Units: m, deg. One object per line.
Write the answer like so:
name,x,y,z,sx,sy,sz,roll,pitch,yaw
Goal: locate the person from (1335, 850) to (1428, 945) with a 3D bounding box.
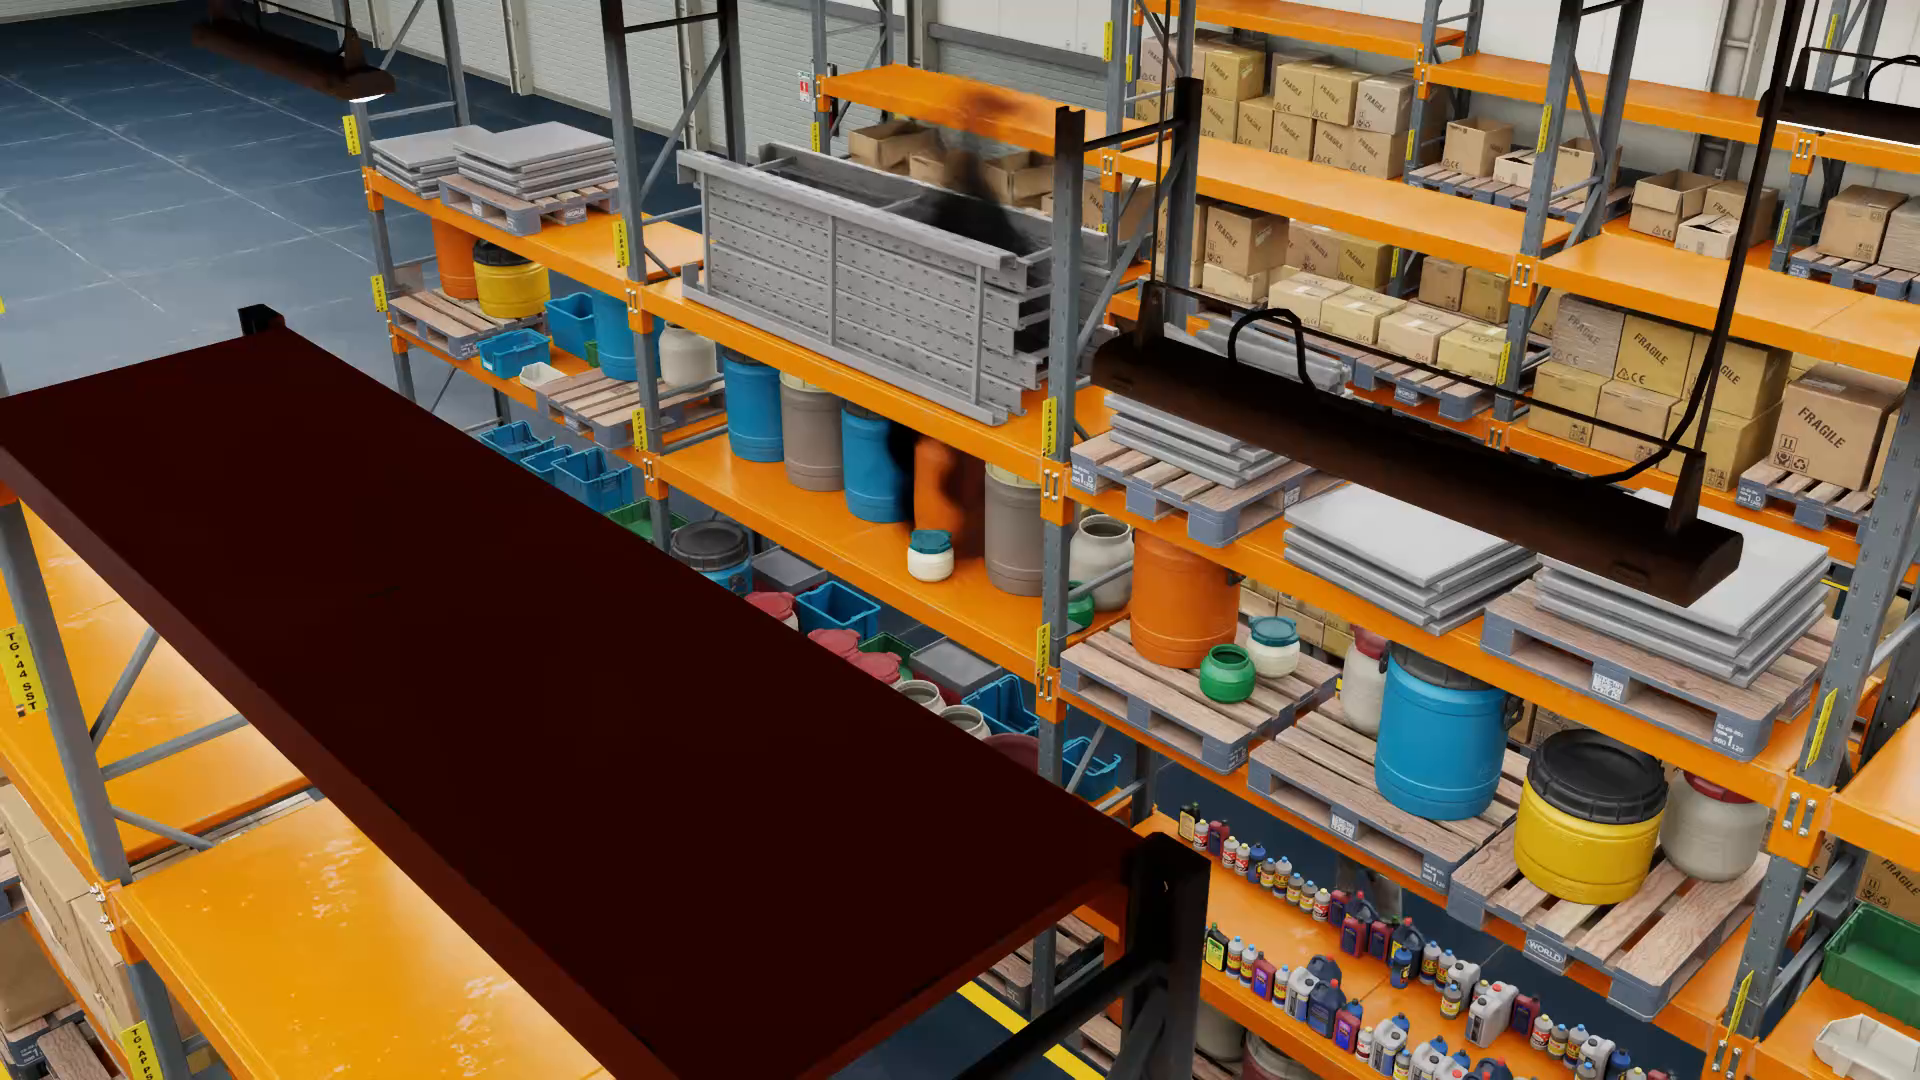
person,2.854,2.176,10.942,1.061,1.561,0.619,24,37,38
